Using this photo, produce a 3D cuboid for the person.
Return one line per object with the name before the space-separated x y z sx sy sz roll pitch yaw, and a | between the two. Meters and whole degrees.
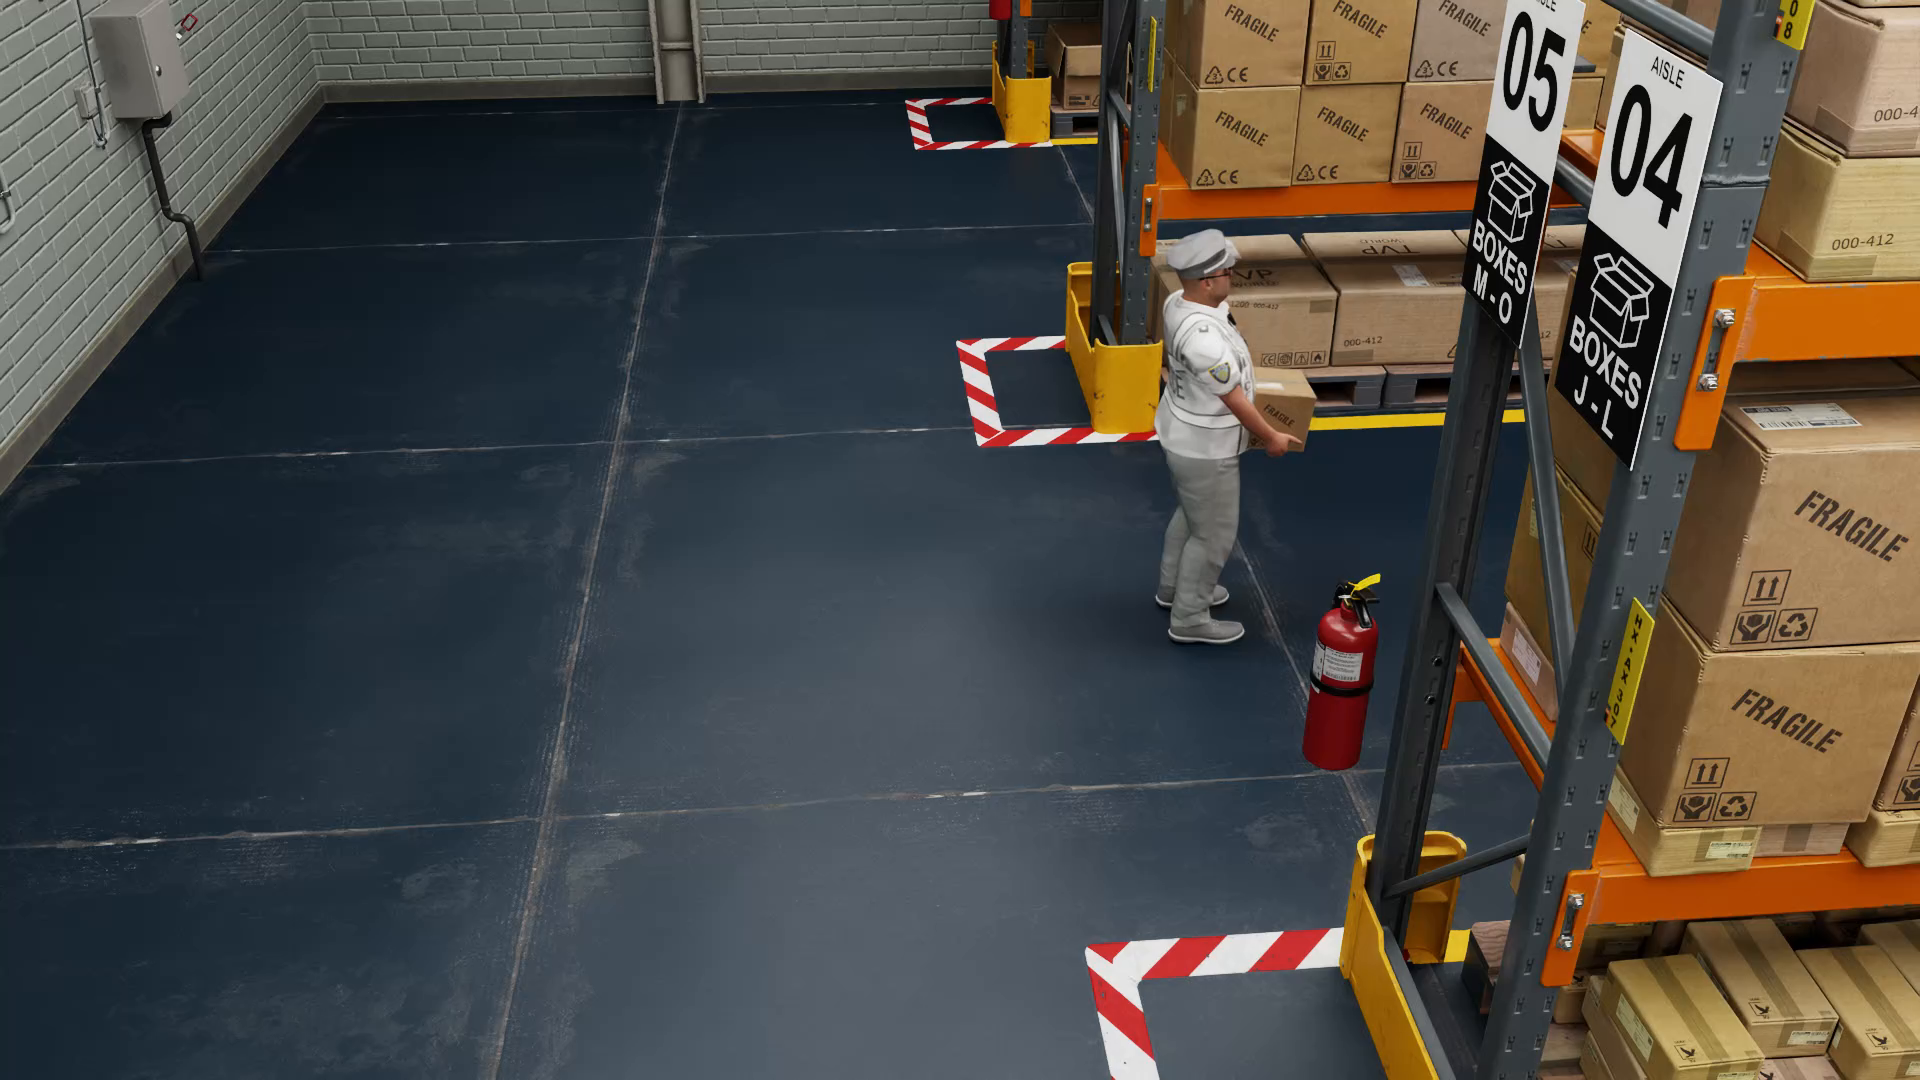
person | 1.080 -0.418 6.815 0.567 1.762 0.494 -2 31 -4
